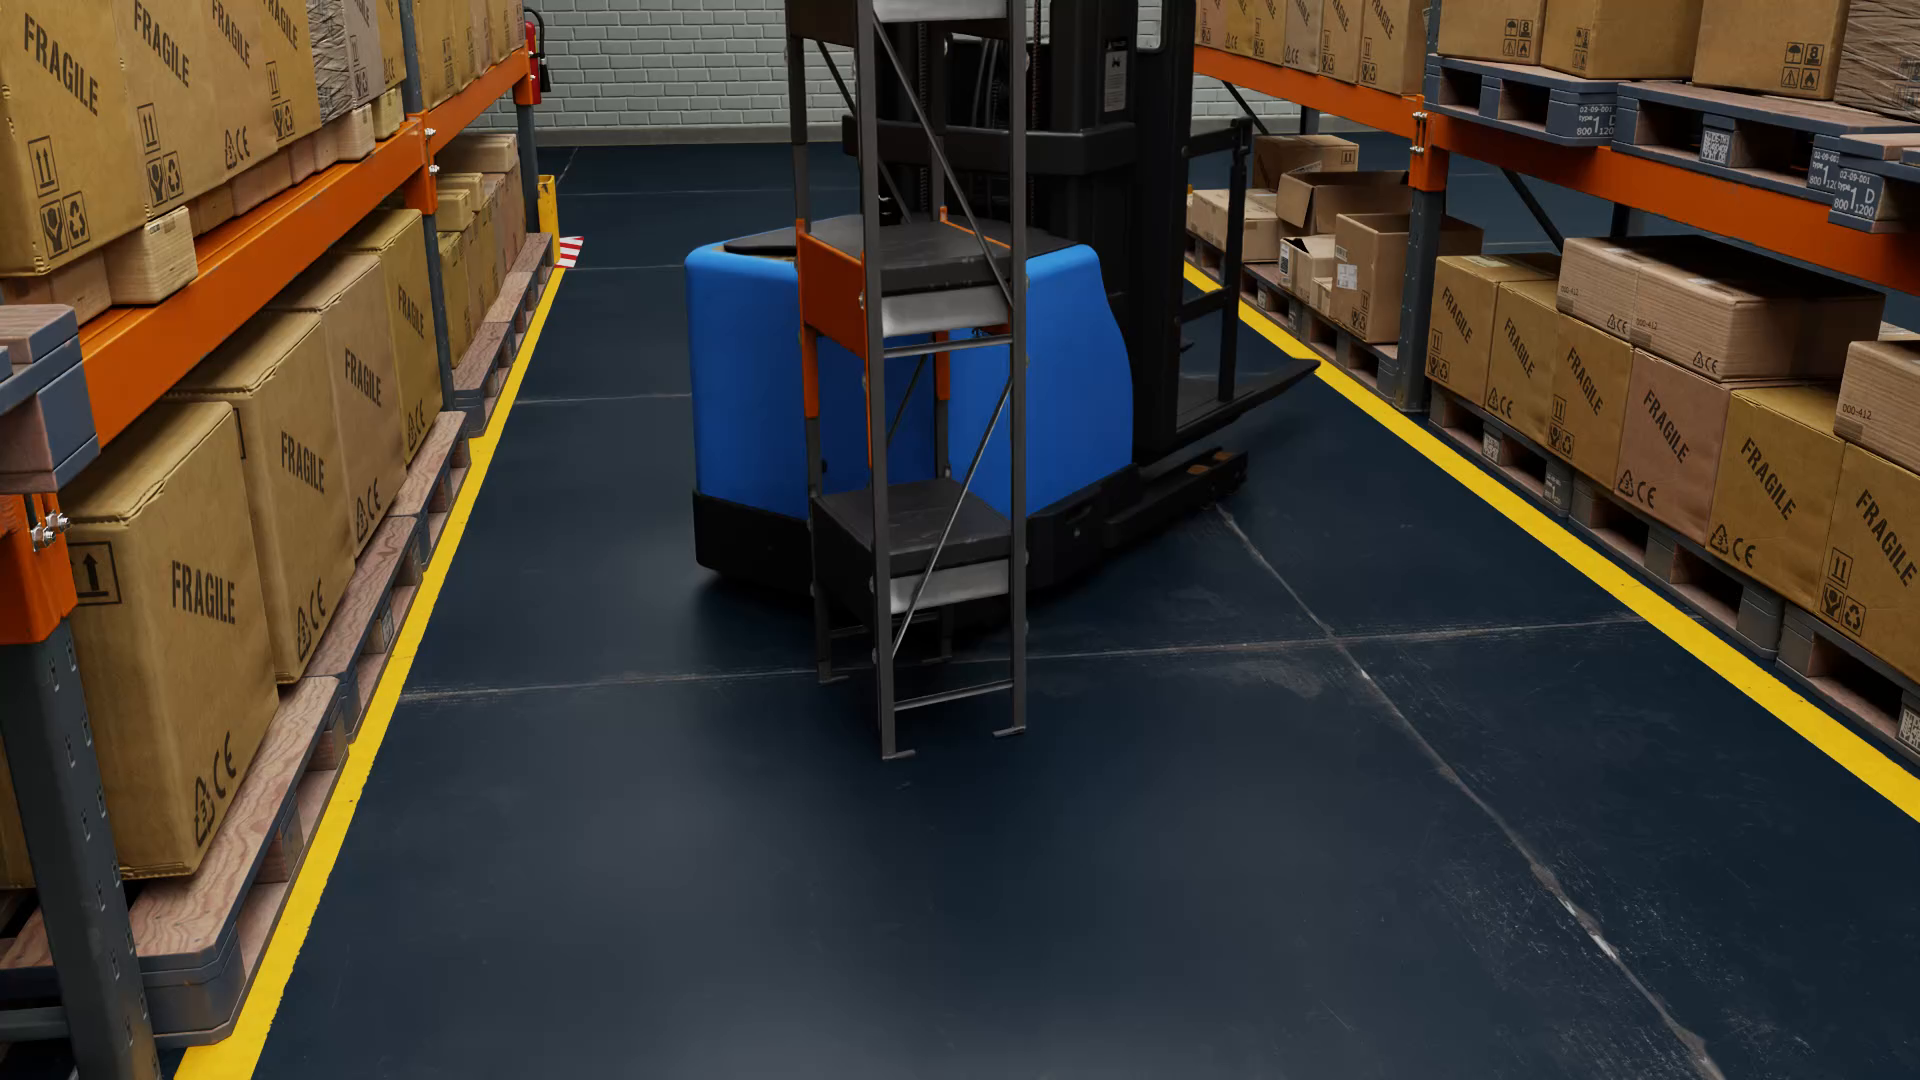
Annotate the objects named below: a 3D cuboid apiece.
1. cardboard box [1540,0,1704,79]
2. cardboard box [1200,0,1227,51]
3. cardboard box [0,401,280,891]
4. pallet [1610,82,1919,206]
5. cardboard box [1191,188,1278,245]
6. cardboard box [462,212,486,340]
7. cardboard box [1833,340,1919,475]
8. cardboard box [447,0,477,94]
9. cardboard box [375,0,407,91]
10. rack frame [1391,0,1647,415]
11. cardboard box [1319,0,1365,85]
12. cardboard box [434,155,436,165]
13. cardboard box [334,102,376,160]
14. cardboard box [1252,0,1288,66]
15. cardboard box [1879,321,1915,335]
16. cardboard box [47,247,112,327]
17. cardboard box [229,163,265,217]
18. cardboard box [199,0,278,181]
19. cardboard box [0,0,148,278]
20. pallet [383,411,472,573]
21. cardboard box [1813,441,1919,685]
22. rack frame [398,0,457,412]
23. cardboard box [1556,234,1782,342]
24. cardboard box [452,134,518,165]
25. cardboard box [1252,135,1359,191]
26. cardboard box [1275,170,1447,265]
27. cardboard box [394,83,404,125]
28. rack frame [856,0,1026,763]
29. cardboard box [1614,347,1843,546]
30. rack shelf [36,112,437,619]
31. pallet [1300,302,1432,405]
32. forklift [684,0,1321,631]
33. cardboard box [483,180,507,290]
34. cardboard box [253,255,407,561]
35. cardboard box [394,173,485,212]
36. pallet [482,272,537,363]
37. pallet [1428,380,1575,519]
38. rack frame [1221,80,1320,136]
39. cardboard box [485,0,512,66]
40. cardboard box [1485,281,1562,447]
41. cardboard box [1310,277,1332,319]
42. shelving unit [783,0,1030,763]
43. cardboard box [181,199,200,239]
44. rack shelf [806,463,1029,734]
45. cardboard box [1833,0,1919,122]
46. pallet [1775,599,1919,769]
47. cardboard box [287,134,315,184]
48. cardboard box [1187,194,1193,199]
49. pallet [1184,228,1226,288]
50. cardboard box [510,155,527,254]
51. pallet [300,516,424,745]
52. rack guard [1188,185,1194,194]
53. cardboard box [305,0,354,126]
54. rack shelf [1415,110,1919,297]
[{"bbox_3d":[2.401,-1.825,5.571,0.700,0.500,0.500,0,20,1],"label":"cardboard box"},{"bbox_3d":[1.698,-3.078,9.527,0.500,0.500,0.500,-3,21,-8],"label":"cardboard box"},{"bbox_3d":[-1.909,0.194,3.382,0.750,0.750,0.750,-3,21,-8],"label":"cardboard box"},{"bbox_3d":[2.684,-1.190,4.888,1.003,0.211,1.213,-3,21,-8],"label":"pallet"},{"bbox_3d":[1.685,-1.919,9.867,0.500,0.250,0.500,-3,21,-8],"label":"cardboard box"},{"bbox_3d":[-2.585,-1.204,7.625,0.700,0.500,0.500,-3,21,-8],"label":"cardboard box"},{"bbox_3d":[2.589,-0.324,4.169,0.500,0.250,0.500,-2,21,-6],"label":"cardboard box"},{"bbox_3d":[-2.671,-2.322,7.218,0.980,0.700,0.700,-3,21,-9],"label":"cardboard box"},{"bbox_3d":[-2.194,-1.789,5.621,0.500,0.500,0.500,-3,21,-9],"label":"cardboard box"},{"bbox_3d":[2.392,-1.991,6.761,1.000,3.000,0.127,-3,21,-8],"label":"rack frame"},{"bbox_3d":[1.990,-2.377,7.650,0.500,0.500,0.500,-2,21,-6],"label":"cardboard box"},{"bbox_3d":[-3.028,-2.075,9.031,0.380,0.149,0.250,-3,21,-8],"label":"cardboard box"},{"bbox_3d":[-2.032,-1.262,5.140,0.380,0.149,0.250,-3,21,-8],"label":"cardboard box"},{"bbox_3d":[1.838,-2.731,8.597,0.500,0.500,0.500,-3,21,-7],"label":"cardboard box"},{"bbox_3d":[2.881,-0.525,5.778,0.500,0.500,0.500,-3,21,-7],"label":"cardboard box"},{"bbox_3d":[-1.779,-0.460,2.992,0.380,0.149,0.250,-3,21,-7],"label":"cardboard box"},{"bbox_3d":[-1.983,-0.903,4.178,0.380,0.149,0.250,-3,21,-7],"label":"cardboard box"},{"bbox_3d":[-1.886,-1.086,3.739,0.500,0.500,0.500,-3,21,-8],"label":"cardboard box"},{"bbox_3d":[-1.750,-0.732,2.792,0.500,0.500,0.500,-2,21,-6],"label":"cardboard box"},{"bbox_3d":[-2.324,-0.171,5.871,1.003,0.211,1.213,-3,21,-8],"label":"pallet"},{"bbox_3d":[2.601,0.047,4.248,0.500,0.500,0.500,-2,21,-6],"label":"cardboard box"},{"bbox_3d":[-2.509,-1.740,6.088,1.000,3.000,0.127,-3,21,-8],"label":"rack frame"},{"bbox_3d":[2.365,-0.852,5.581,0.500,0.250,0.500,-3,21,-8],"label":"cardboard box"},{"bbox_3d":[-2.687,-2.182,9.317,0.380,0.149,0.250,-3,21,-8],"label":"cardboard box"},{"bbox_3d":[2.137,-2.236,10.358,0.500,0.500,0.500,-3,21,-8],"label":"cardboard box"},{"bbox_3d":[2.116,-1.678,8.861,0.797,0.503,0.637,-3,21,-8],"label":"cardboard box"},{"bbox_3d":[-2.181,-1.529,5.854,0.380,0.149,0.250,-3,21,-7],"label":"cardboard box"},{"bbox_3d":[-0.028,-0.451,3.914,0.400,2.100,0.015,-10,22,-22],"label":"rack frame"},{"bbox_3d":[2.445,-0.314,5.214,0.500,0.500,0.500,-4,21,-10],"label":"cardboard box"},{"bbox_3d":[-2.221,-0.711,4.360,1.077,0.370,4.000,-3,21,-8],"label":"rack shelf"},{"bbox_3d":[2.294,-0.923,7.885,1.003,0.211,1.213,-3,21,-8],"label":"pallet"},{"bbox_3d":[0.410,-1.566,5.721,1.130,2.935,3.031,14,25,33],"label":"forklift"},{"bbox_3d":[-2.741,-1.566,8.595,0.700,0.500,0.500,-4,21,-10],"label":"cardboard box"},{"bbox_3d":[-2.156,-0.404,4.982,0.750,0.750,0.750,-2,21,-6],"label":"cardboard box"},{"bbox_3d":[-2.460,-1.642,7.872,0.380,0.149,0.250,-4,21,-9],"label":"cardboard box"},{"bbox_3d":[-2.721,-1.124,8.425,1.003,0.211,1.213,-3,21,-8],"label":"pallet"},{"bbox_3d":[2.547,-0.405,6.500,1.003,0.211,1.213,-3,21,-8],"label":"pallet"},{"bbox_3d":[1.815,-3.376,10.469,1.000,3.000,0.127,-3,21,-8],"label":"rack frame"},{"bbox_3d":[-2.887,-2.838,8.599,0.980,0.700,0.700,-3,21,-8],"label":"cardboard box"},{"bbox_3d":[2.308,-0.663,6.147,0.500,0.500,0.500,-3,21,-7],"label":"cardboard box"},{"bbox_3d":[1.916,-1.172,8.012,0.380,0.149,0.250,-3,21,-8],"label":"cardboard box"},{"bbox_3d":[-0.126,-0.529,4.123,0.431,2.100,0.503,-10,22,-22],"label":"shelving unit"},{"bbox_3d":[-1.938,-0.727,3.706,0.380,0.149,0.250,-2,21,-7],"label":"cardboard box"},{"bbox_3d":[-0.116,0.138,4.377,0.431,0.518,0.480,-10,22,-22],"label":"rack shelf"},{"bbox_3d":[2.823,-1.389,4.404,0.700,0.500,0.500,1,20,2],"label":"cardboard box"},{"bbox_3d":[2.898,0.440,4.238,1.003,0.211,1.213,-3,21,-8],"label":"pallet"},{"bbox_3d":[-2.041,-1.087,4.670,0.380,0.149,0.250,-3,21,-9],"label":"cardboard box"},{"bbox_3d":[1.536,-2.085,10.456,0.380,0.149,0.250,-3,21,-8],"label":"cardboard box"},{"bbox_3d":[1.942,-1.767,10.147,1.003,0.211,1.213,-3,21,-8],"label":"pallet"},{"bbox_3d":[-2.886,-1.914,9.525,0.700,0.500,0.500,-3,21,-8],"label":"cardboard box"},{"bbox_3d":[-2.145,0.253,4.738,1.003,0.211,1.213,-3,21,-8],"label":"pallet"},{"bbox_3d":[1.826,-2.179,10.836,1.175,0.500,0.348,-3,21,-8],"label":"rack guard"},{"bbox_3d":[-2.046,-1.438,4.683,0.500,0.500,0.500,-3,21,-8],"label":"cardboard box"},{"bbox_3d":[2.680,-0.962,5.032,1.077,0.370,4.000,-3,21,-8],"label":"rack shelf"}]
